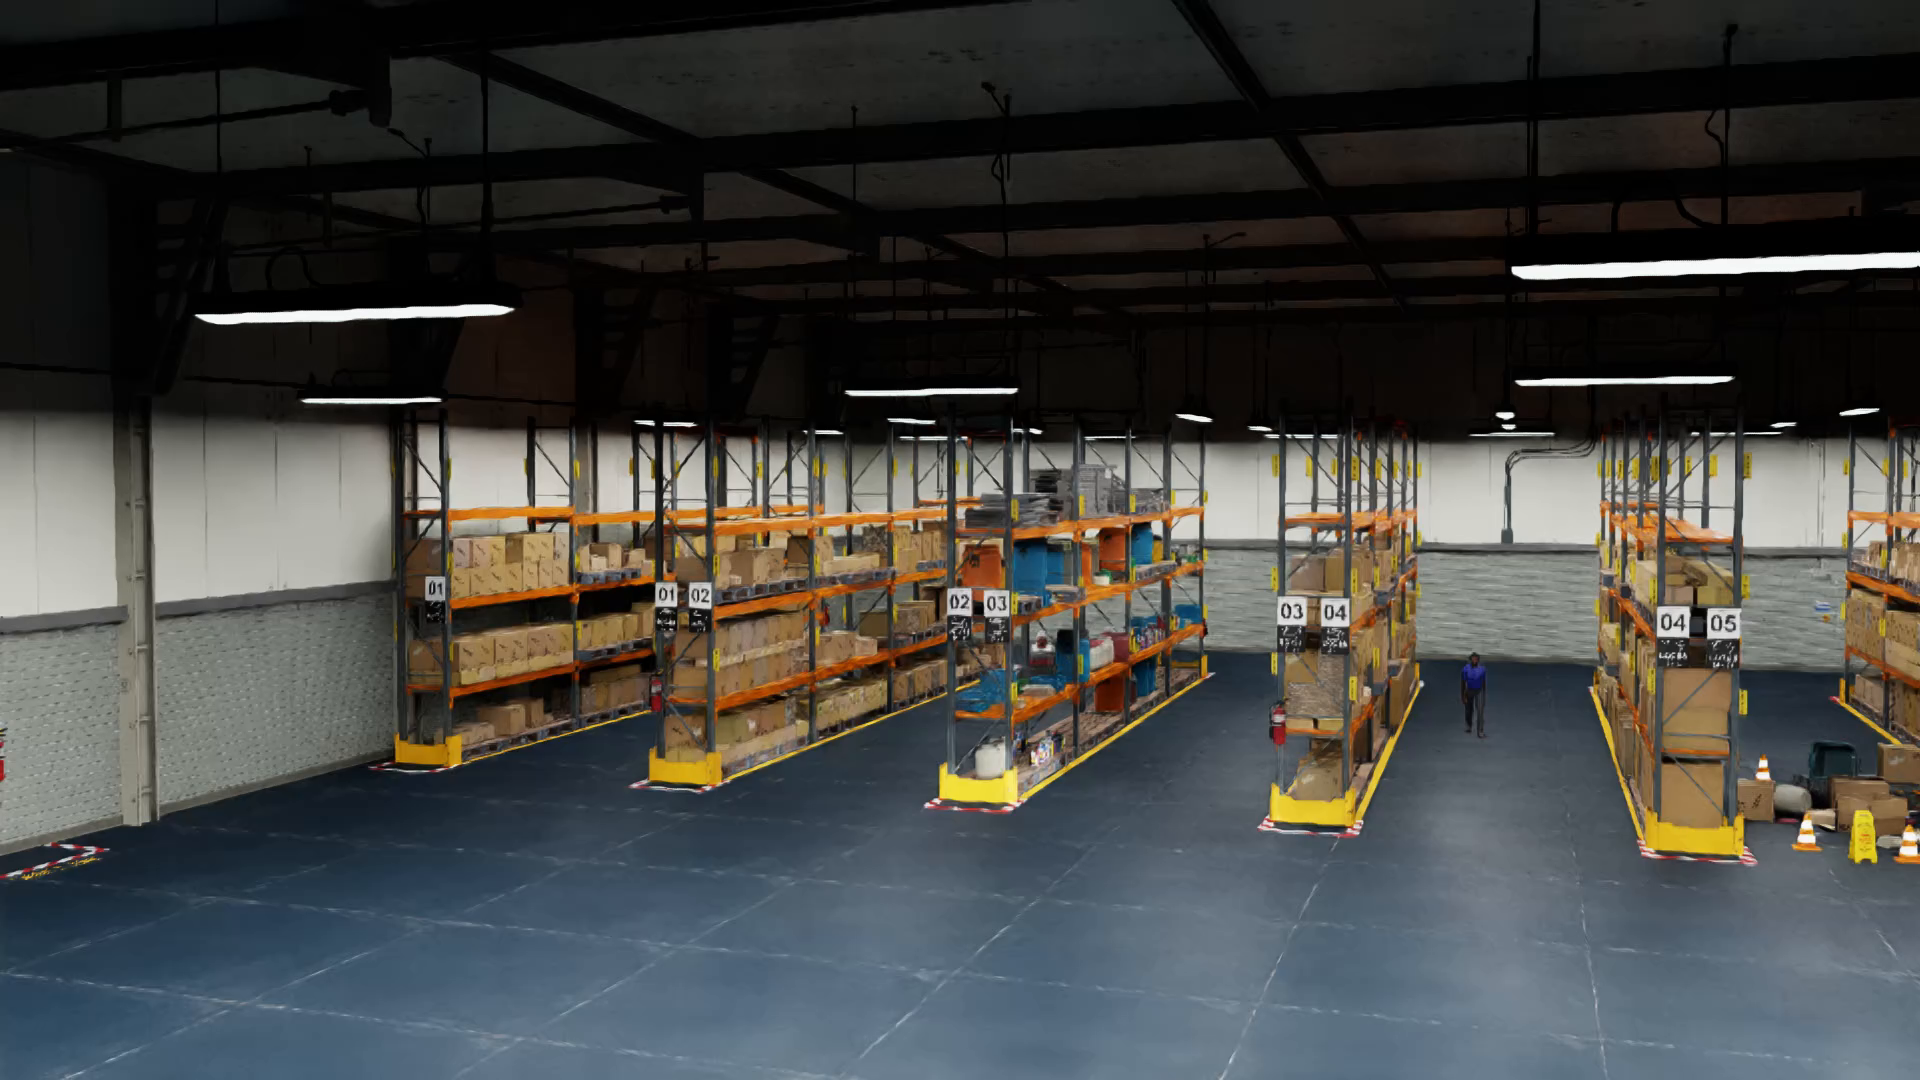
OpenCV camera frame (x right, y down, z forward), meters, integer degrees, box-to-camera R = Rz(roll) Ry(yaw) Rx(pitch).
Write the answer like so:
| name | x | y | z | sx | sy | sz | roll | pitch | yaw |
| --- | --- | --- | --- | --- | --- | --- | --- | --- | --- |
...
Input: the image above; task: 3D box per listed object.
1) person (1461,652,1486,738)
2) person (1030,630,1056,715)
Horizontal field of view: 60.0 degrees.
| name | x | y | z | sx | sy | sz | roll | pitch | yaw |
| --- | --- | --- | --- | --- | --- | --- | --- | --- | --- |
| person | 9.588 | 2.871 | 31.050 | 0.450 | 1.558 | 1.089 | 1 | 3 | 16 |
| person | 1.677 | 2.680 | 33.944 | 0.566 | 1.706 | 1.122 | 1 | 3 | 21 |
